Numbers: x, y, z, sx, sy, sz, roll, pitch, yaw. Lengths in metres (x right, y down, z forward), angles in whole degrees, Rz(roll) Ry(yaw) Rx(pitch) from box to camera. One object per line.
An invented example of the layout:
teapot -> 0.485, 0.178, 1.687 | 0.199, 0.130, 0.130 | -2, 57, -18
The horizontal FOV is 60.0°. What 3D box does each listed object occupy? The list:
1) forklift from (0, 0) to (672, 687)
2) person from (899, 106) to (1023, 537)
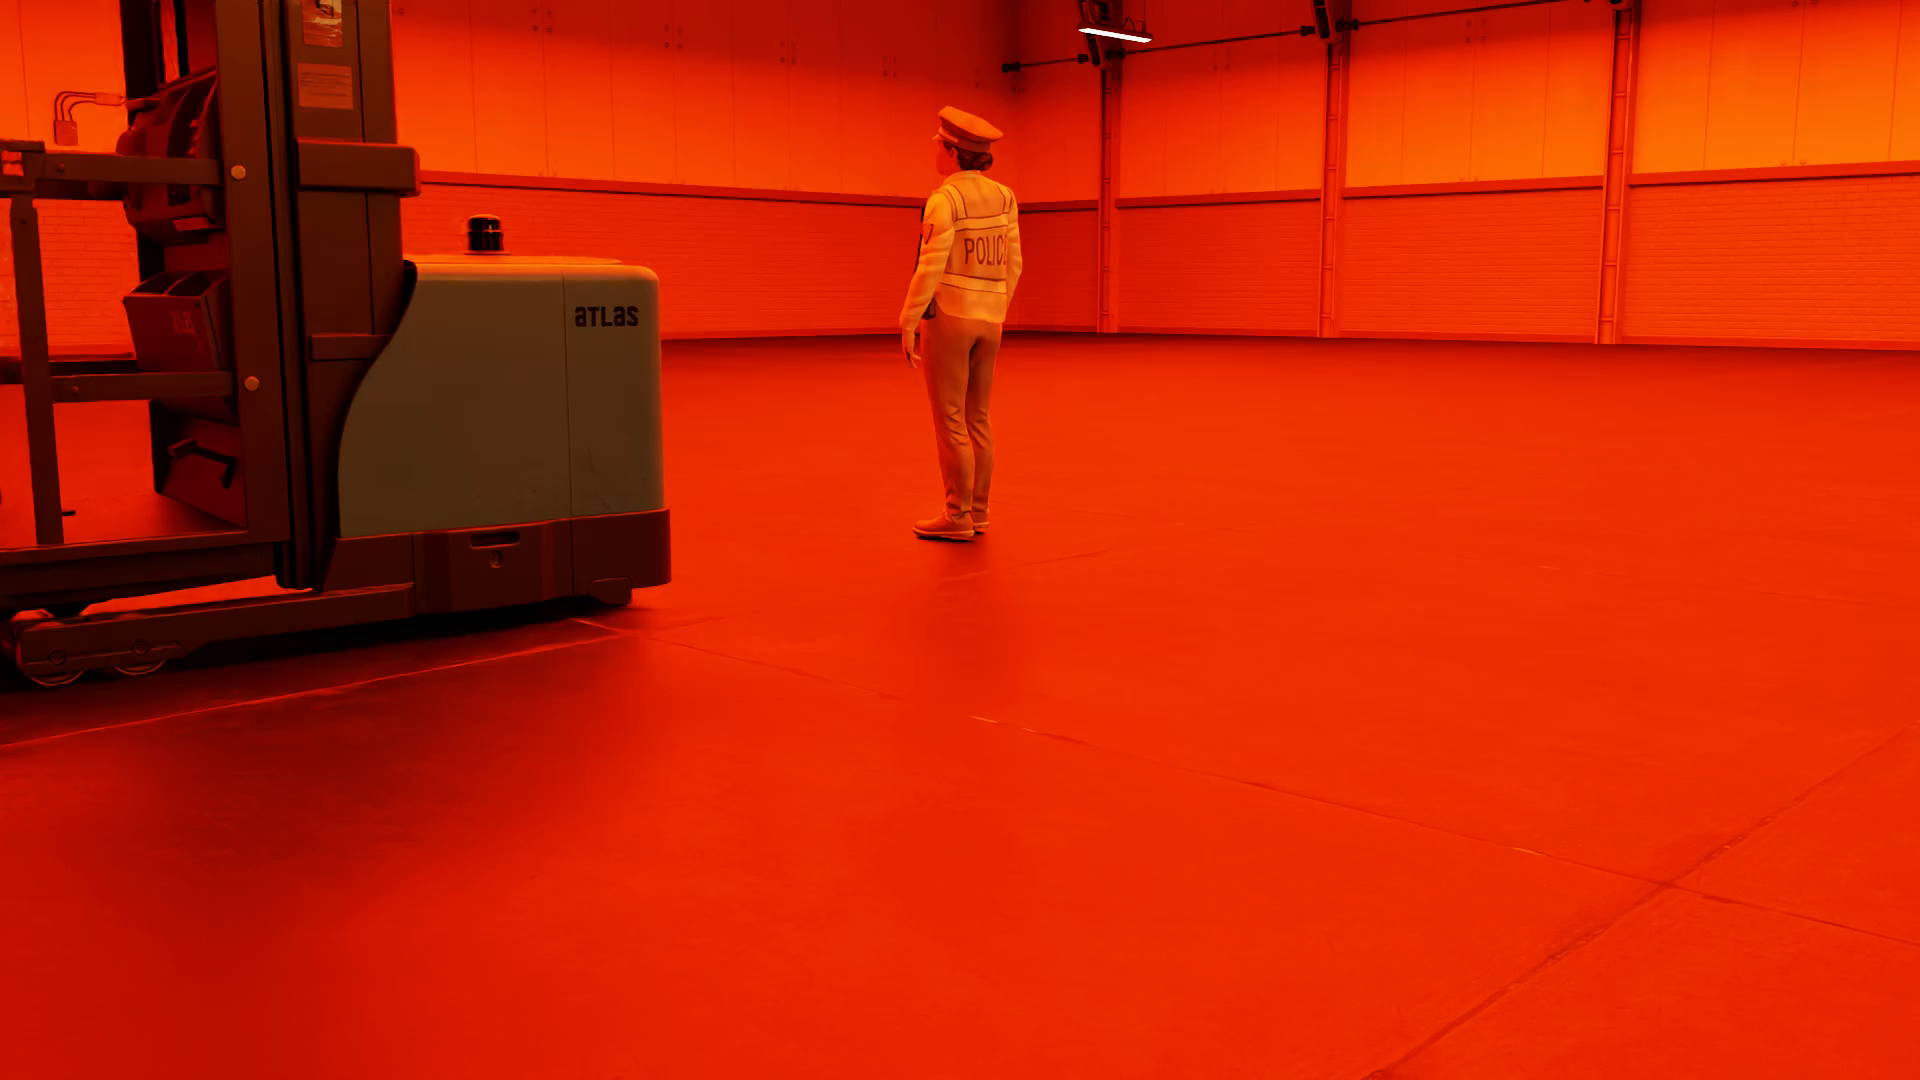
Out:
forklift -> -2.403, -1.164, 4.605 | 3.031, 2.935, 1.130 | -7, 11, -37
person -> -0.038, -0.854, 6.648 | 0.531, 1.694, 0.568 | 8, 12, 43
